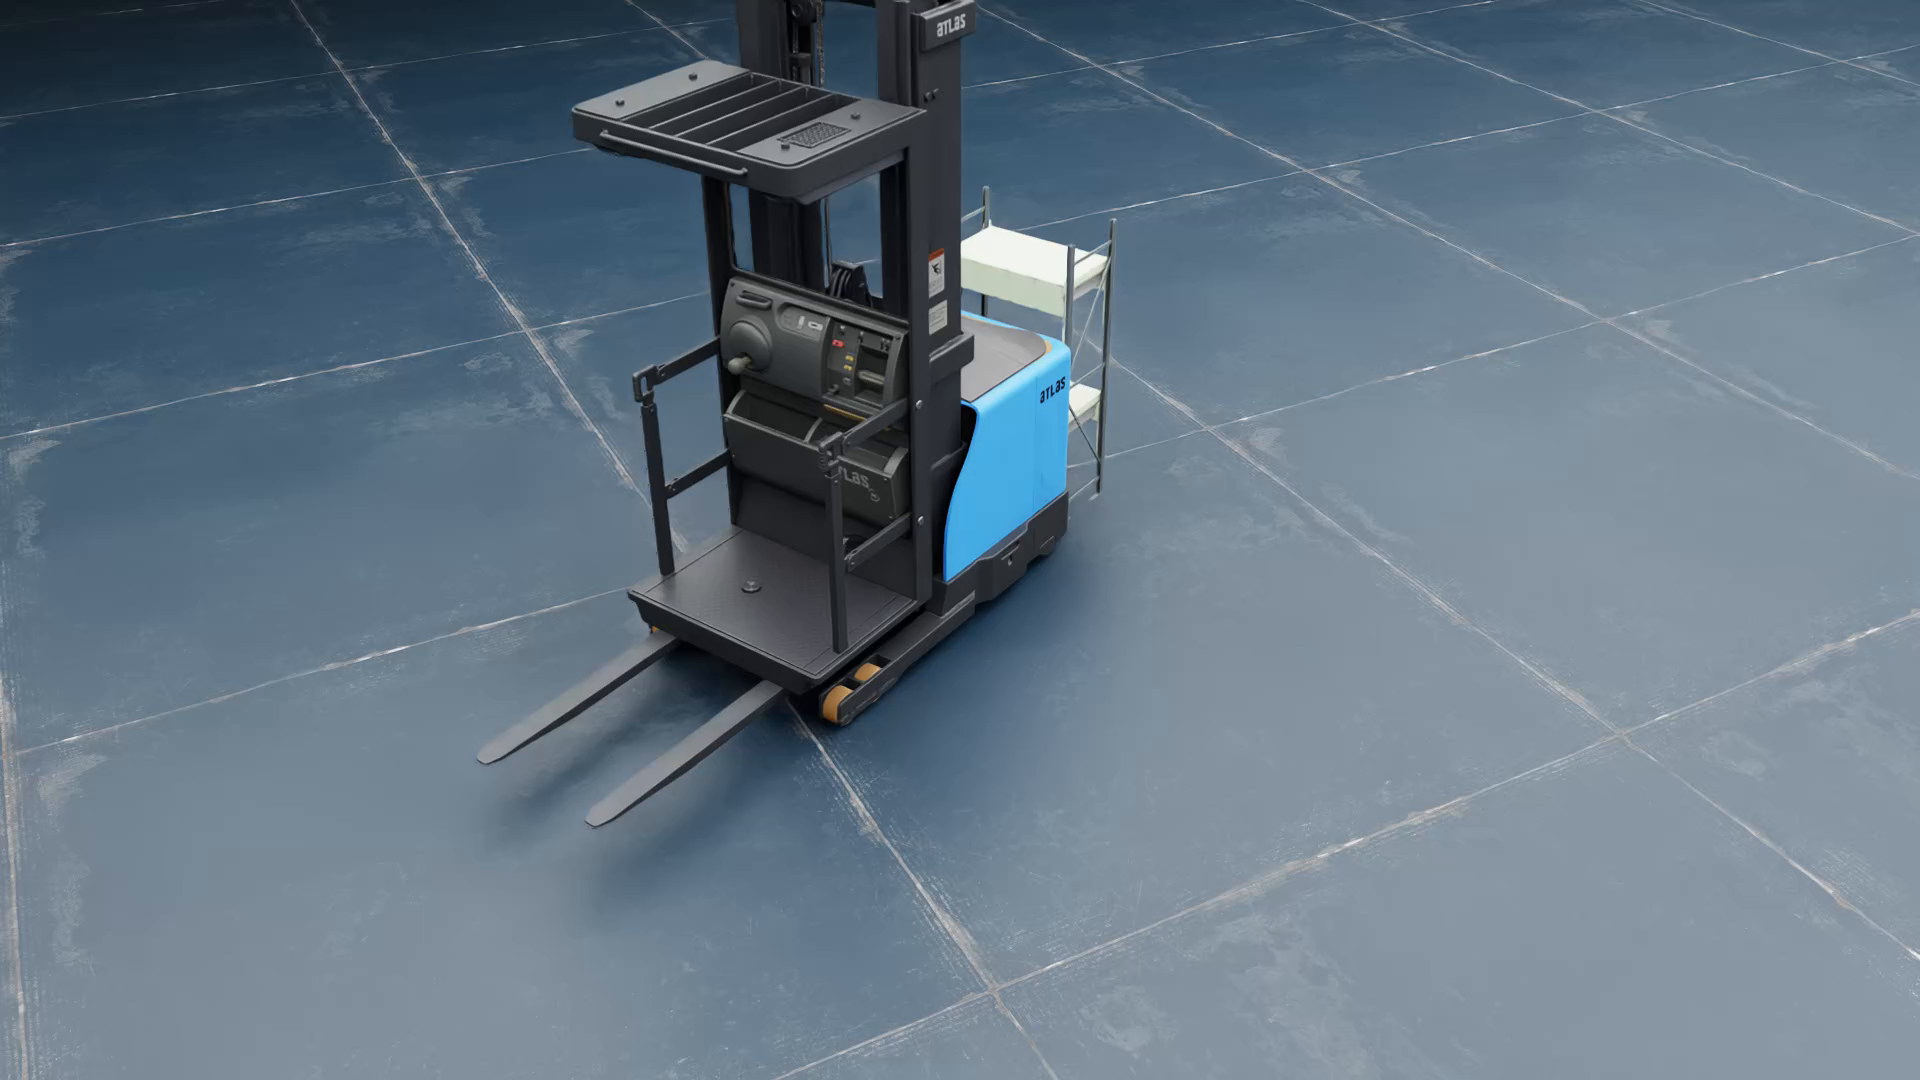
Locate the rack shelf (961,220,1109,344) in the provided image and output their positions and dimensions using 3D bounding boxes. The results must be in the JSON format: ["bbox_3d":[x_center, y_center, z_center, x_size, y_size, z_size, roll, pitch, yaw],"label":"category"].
[{"bbox_3d":[0.317,-1.235,8.063,0.720,0.370,0.431,21,38,30],"label":"rack shelf"}]

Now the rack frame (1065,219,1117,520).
[{"bbox_3d":[0.614,-0.790,8.094,0.023,1.500,0.400,21,38,30],"label":"rack frame"}]

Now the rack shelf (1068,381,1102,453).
[{"bbox_3d":[0.317,-0.631,8.450,0.720,0.370,0.431,21,38,30],"label":"rack shelf"}]

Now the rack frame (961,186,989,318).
[{"bbox_3d":[0.020,-1.021,8.454,0.023,1.500,0.400,21,38,30],"label":"rack frame"}]

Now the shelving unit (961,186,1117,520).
[{"bbox_3d":[0.317,-0.906,8.274,0.755,1.500,0.431,21,38,30],"label":"shelving unit"}]

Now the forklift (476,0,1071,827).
[{"bbox_3d":[-0.740,-0.748,6.701,1.130,2.935,3.031,21,38,30],"label":"forklift"}]
